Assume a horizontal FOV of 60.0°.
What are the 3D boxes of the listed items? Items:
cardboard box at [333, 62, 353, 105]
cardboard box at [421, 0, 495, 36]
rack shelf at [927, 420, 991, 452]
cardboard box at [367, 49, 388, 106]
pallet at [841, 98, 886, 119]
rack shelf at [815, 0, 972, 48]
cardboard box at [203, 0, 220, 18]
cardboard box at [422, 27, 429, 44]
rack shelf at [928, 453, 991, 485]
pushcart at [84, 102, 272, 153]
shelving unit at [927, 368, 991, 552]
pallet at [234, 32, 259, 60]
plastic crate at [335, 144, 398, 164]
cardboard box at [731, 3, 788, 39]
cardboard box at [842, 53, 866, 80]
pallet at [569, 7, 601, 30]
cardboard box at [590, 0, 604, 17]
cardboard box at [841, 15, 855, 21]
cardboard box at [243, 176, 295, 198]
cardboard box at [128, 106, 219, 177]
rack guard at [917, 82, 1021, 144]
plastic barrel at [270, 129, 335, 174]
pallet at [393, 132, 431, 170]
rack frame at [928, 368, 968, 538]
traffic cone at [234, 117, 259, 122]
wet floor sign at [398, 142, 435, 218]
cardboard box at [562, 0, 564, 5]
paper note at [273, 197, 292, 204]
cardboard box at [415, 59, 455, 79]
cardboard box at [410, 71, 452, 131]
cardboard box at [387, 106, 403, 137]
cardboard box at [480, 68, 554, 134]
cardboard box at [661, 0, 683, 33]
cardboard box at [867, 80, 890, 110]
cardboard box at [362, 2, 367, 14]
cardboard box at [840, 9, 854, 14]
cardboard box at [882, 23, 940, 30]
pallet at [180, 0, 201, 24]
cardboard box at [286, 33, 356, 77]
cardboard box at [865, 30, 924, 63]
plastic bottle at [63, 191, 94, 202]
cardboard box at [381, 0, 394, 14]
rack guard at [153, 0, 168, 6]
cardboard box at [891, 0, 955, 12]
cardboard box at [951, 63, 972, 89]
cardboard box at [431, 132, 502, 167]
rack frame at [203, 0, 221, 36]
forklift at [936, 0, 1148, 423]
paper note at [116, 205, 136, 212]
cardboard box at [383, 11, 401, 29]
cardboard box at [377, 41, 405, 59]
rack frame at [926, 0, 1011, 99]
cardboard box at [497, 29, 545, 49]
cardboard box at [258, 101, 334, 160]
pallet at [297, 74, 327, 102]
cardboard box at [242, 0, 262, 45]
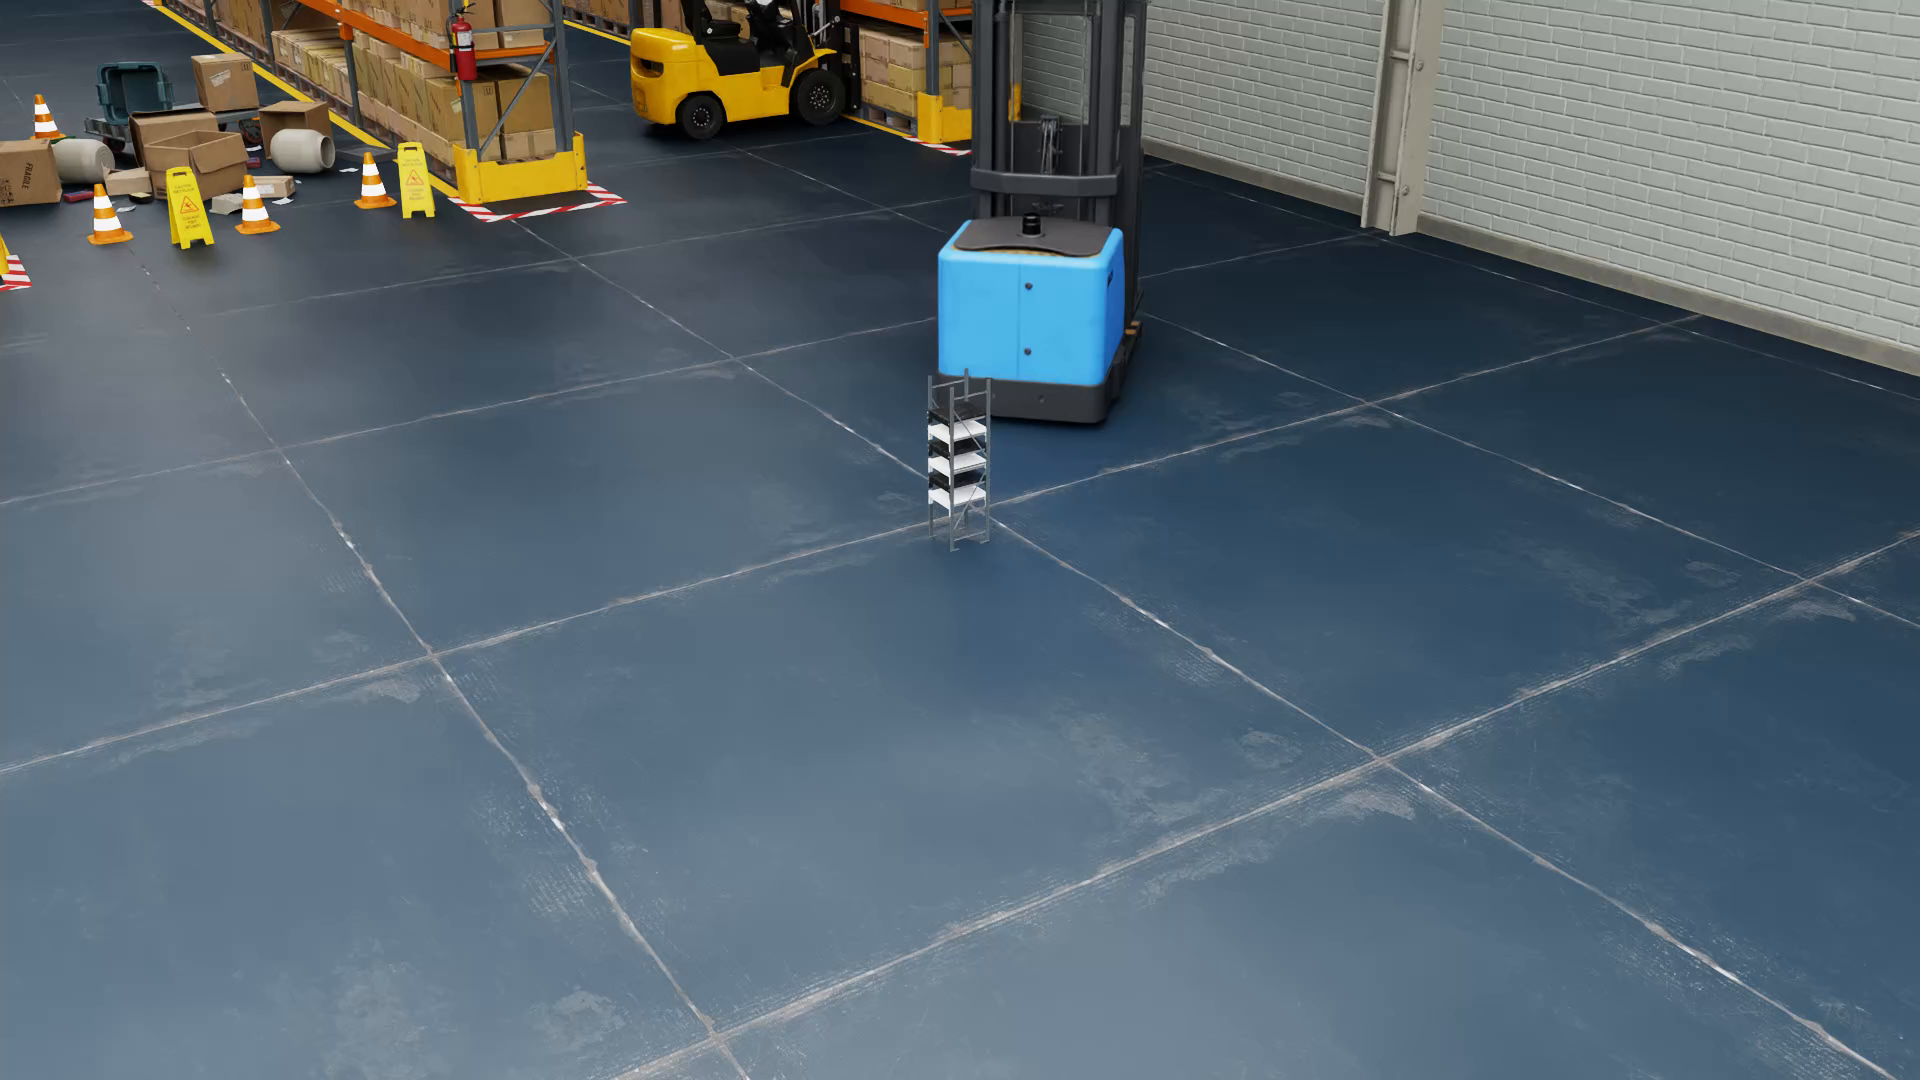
[{"bbox_3d":[-6.537,-5.220,18.880,0.950,0.372,0.625,-15,29,-29],"label":"cardboard box"},{"bbox_3d":[-4.592,-4.910,15.172,0.500,0.500,0.500,-16,30,-30],"label":"cardboard box"},{"bbox_3d":[-0.004,-0.542,8.501,0.258,0.077,0.200,-16,29,-30],"label":"rack shelf"},{"bbox_3d":[-5.850,-4.854,17.370,0.500,0.500,0.500,-14,29,-28],"label":"cardboard box"},{"bbox_3d":[-1.022,-5.197,19.512,1.003,0.211,1.213,-16,29,-30],"label":"pallet"},{"bbox_3d":[-1.000,-6.149,19.104,1.077,0.370,4.000,-16,29,-30],"label":"rack shelf"},{"bbox_3d":[-10.868,-8.174,25.060,0.875,0.438,0.875,-16,30,-30],"label":"cardboard box"},{"bbox_3d":[-4.801,-4.732,15.555,0.380,0.149,0.250,-16,30,-30],"label":"cardboard box"},{"bbox_3d":[-0.004,-0.380,8.578,0.258,0.077,0.200,-16,29,-30],"label":"rack shelf"},{"bbox_3d":[-8.131,-4.296,17.409,0.936,0.377,1.648,18,31,33],"label":"pushcart"},{"bbox_3d":[-0.004,-0.410,8.564,0.258,0.900,0.210,-16,29,-30],"label":"shelving unit"},{"bbox_3d":[-9.461,-6.937,23.196,1.003,0.211,1.213,-16,29,-30],"label":"pallet"},{"bbox_3d":[-6.078,-3.958,17.041,0.583,0.080,0.402,18,31,33],"label":"plastic crate"},{"bbox_3d":[-2.386,-6.489,21.273,0.875,0.625,0.625,-14,29,-27],"label":"cardboard box"},{"bbox_3d":[-1.000,-5.394,18.806,0.500,0.250,0.500,-16,30,-31],"label":"cardboard box"},{"bbox_3d":[-5.313,-8.071,25.599,1.003,0.211,1.213,-16,29,-30],"label":"pallet"},{"bbox_3d":[-5.238,-8.149,24.934,0.500,0.500,0.500,-14,29,-27],"label":"cardboard box"},{"bbox_3d":[-1.538,-5.981,19.464,0.500,0.250,0.500,-14,29,-28],"label":"cardboard box"},{"bbox_3d":[-6.472,-3.309,15.586,0.380,0.149,0.250,-1,25,-3],"label":"cardboard box"},{"bbox_3d":[-7.662,-3.904,16.271,0.797,0.637,0.503,-16,29,-30],"label":"cardboard box"},{"bbox_3d":[0.105,-4.620,17.950,1.175,0.500,0.348,-16,29,-30],"label":"rack guard"},{"bbox_3d":[-6.461,-3.822,16.349,0.512,0.421,0.421,3,25,6],"label":"plastic barrel"},{"bbox_3d":[-5.182,-4.102,17.191,1.003,0.211,1.213,-16,29,-30],"label":"pallet"},{"bbox_3d":[-0.060,-0.446,8.641,0.240,0.900,0.006,-16,29,-30],"label":"rack frame"},{"bbox_3d":[-8.098,-5.001,18.802,0.336,0.463,0.334,-16,29,-30],"label":"traffic cone"},{"bbox_3d":[-4.858,-3.219,14.812,0.267,0.644,0.232,-6,26,-12],"label":"wet floor sign"},{"bbox_3d":[-6.084,-8.697,26.095,0.500,0.500,0.500,-16,30,-30],"label":"cardboard box"},{"bbox_3d":[-6.249,-3.132,15.349,0.142,0.019,0.148,18,31,33],"label":"paper note"},{"bbox_3d":[-4.977,-4.521,15.904,0.380,0.149,0.250,-15,29,-28],"label":"cardboard box"},{"bbox_3d":[-5.008,-4.298,16.191,0.500,0.500,0.500,-14,29,-28],"label":"cardboard box"},{"bbox_3d":[-5.560,-4.326,17.130,0.500,0.250,0.500,-16,30,-30],"label":"cardboard box"},{"bbox_3d":[-4.287,-4.248,16.084,0.500,0.500,0.500,-17,30,-31],"label":"cardboard box"},{"bbox_3d":[-3.583,-7.278,22.943,0.875,0.625,0.625,-14,29,-28],"label":"cardboard box"},{"bbox_3d":[-0.693,-4.980,18.514,0.500,0.250,0.500,-16,29,-30],"label":"cardboard box"},{"bbox_3d":[-5.993,-5.564,17.317,0.380,0.149,0.250,-16,29,-30],"label":"cardboard box"},{"bbox_3d":[-1.372,-6.279,20.096,0.500,0.250,0.500,-16,30,-30],"label":"cardboard box"},{"bbox_3d":[-0.552,-5.733,18.937,0.500,0.250,0.500,-16,30,-30],"label":"cardboard box"},{"bbox_3d":[-11.635,-8.359,26.209,1.003,0.211,1.213,-16,29,-30],"label":"pallet"},{"bbox_3d":[-7.722,-5.997,20.526,0.950,0.372,0.625,-16,30,-31],"label":"cardboard box"},{"bbox_3d":[-0.704,-5.431,18.298,0.500,0.250,0.500,-15,29,-29],"label":"cardboard box"},{"bbox_3d":[-8.165,-3.200,15.458,0.133,0.061,0.283,18,31,33],"label":"plastic bottle"},{"bbox_3d":[-5.392,-5.456,16.328,0.500,0.500,0.500,-15,29,-29],"label":"cardboard box"},{"bbox_3d":[-12.812,-9.202,27.656,1.175,0.500,0.348,-16,29,-30],"label":"rack guard"},{"bbox_3d":[-0.397,-5.919,17.657,0.500,0.500,0.500,-16,30,-31],"label":"cardboard box"},{"bbox_3d":[0.009,-5.148,18.284,0.500,0.250,0.500,-15,29,-29],"label":"cardboard box"},{"bbox_3d":[-4.745,-3.782,15.977,0.500,0.250,0.500,-16,29,-30],"label":"cardboard box"},{"bbox_3d":[-10.616,-8.893,24.074,1.000,3.000,0.127,-16,29,-30],"label":"rack frame"},{"bbox_3d":[0.668,-2.638,10.905,1.130,2.935,3.031,5,26,11],"label":"forklift"},{"bbox_3d":[-7.568,-3.009,15.090,0.144,0.017,0.142,-6,26,-12],"label":"paper note"},{"bbox_3d":[-5.494,-5.187,16.518,0.380,0.149,0.250,-16,29,-30],"label":"cardboard box"},{"bbox_3d":[-5.703,-4.999,16.916,0.380,0.149,0.250,-14,29,-27],"label":"cardboard box"},{"bbox_3d":[0.092,-5.759,17.435,1.000,3.000,0.127,-16,29,-30],"label":"rack frame"},{"bbox_3d":[-4.077,-4.657,15.395,0.380,0.149,0.250,-15,29,-29],"label":"cardboard box"},{"bbox_3d":[-6.803,-4.202,17.062,0.500,0.500,0.500,3,25,6],"label":"cardboard box"},{"bbox_3d":[-7.345,-5.485,20.122,1.003,0.211,1.213,-16,29,-30],"label":"pallet"},{"bbox_3d":[-9.223,-7.278,22.649,0.875,0.875,0.875,-15,29,-29],"label":"cardboard box"}]
